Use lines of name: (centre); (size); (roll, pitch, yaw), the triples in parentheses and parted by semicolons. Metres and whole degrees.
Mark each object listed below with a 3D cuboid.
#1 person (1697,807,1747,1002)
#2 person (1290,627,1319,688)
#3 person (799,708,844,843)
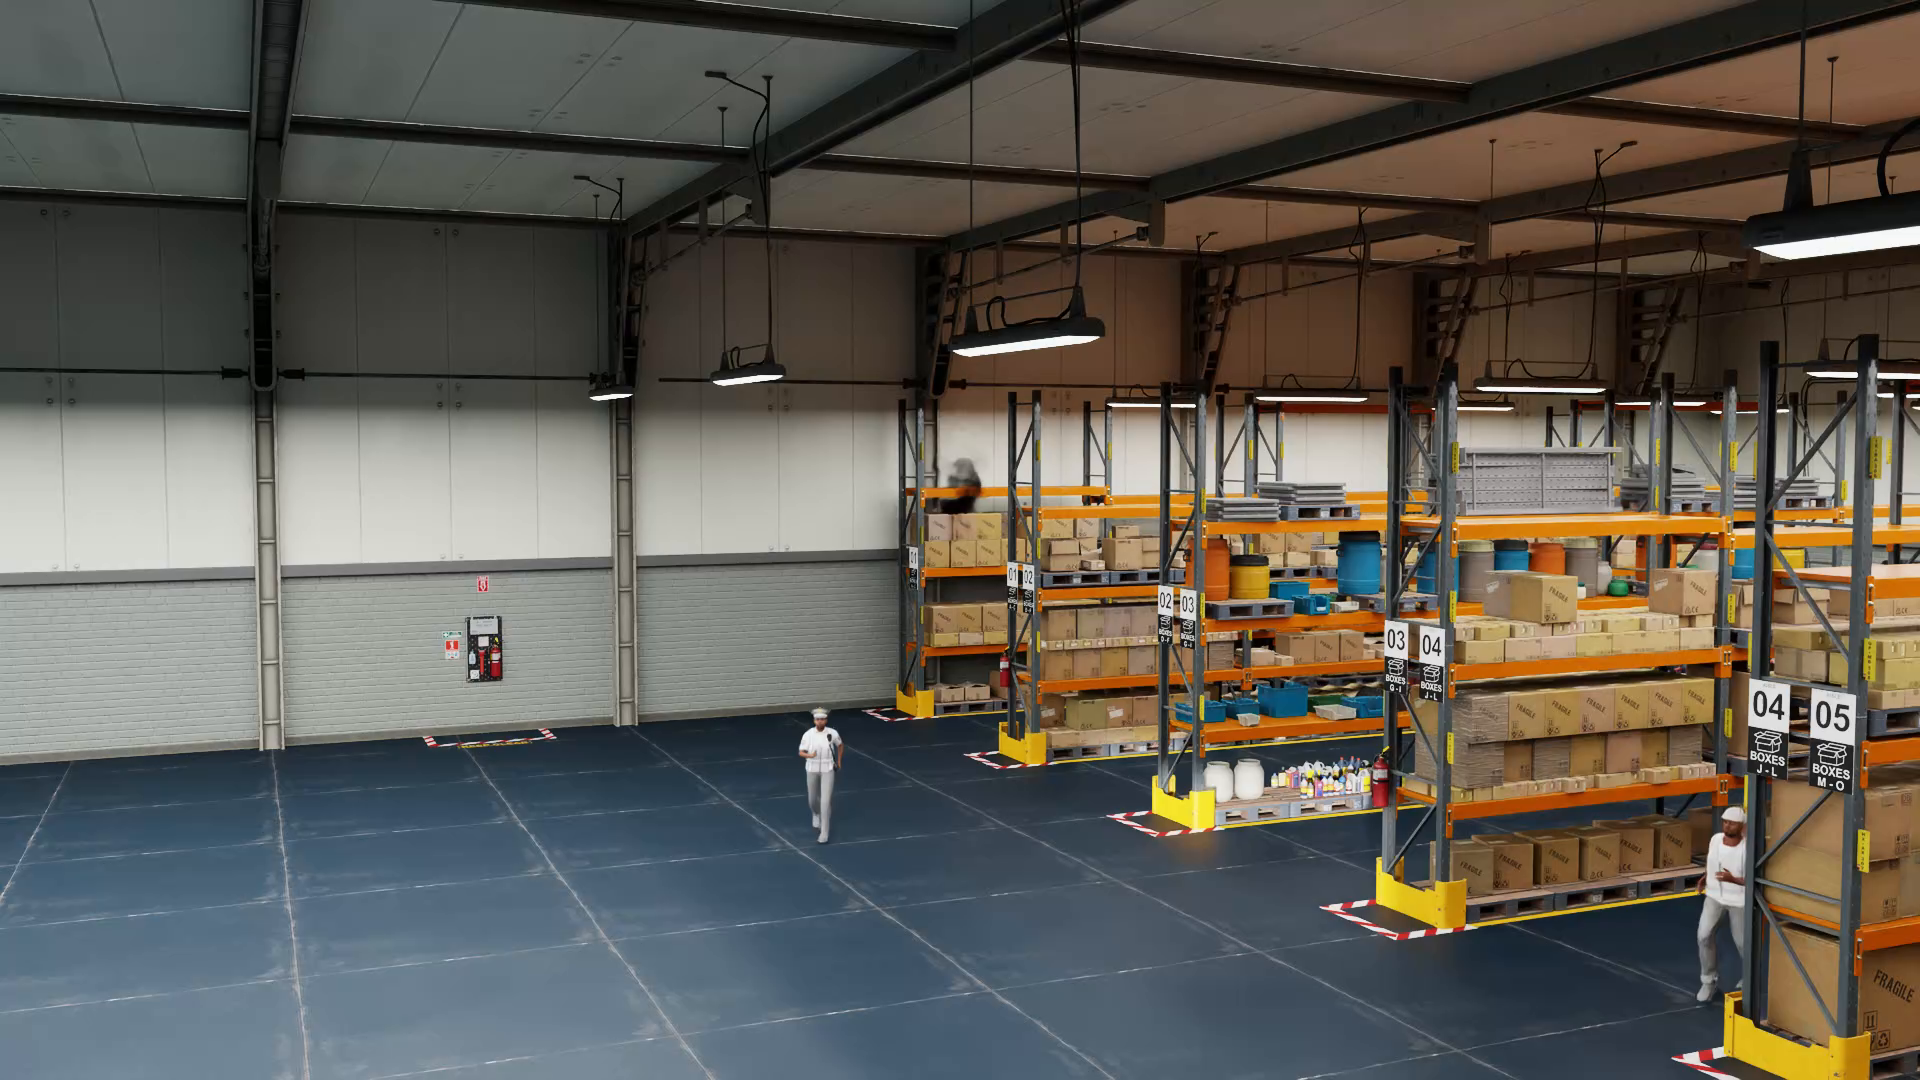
person: (7.139, 3.380, 15.426); (0.770, 1.829, 0.678); (-3, 4, -38)
person: (6.630, 2.384, 31.964); (0.796, 1.826, 0.681); (-2, 4, -33)
person: (-1.813, 3.024, 21.729); (0.577, 1.681, 0.940); (0, 3, 0)
